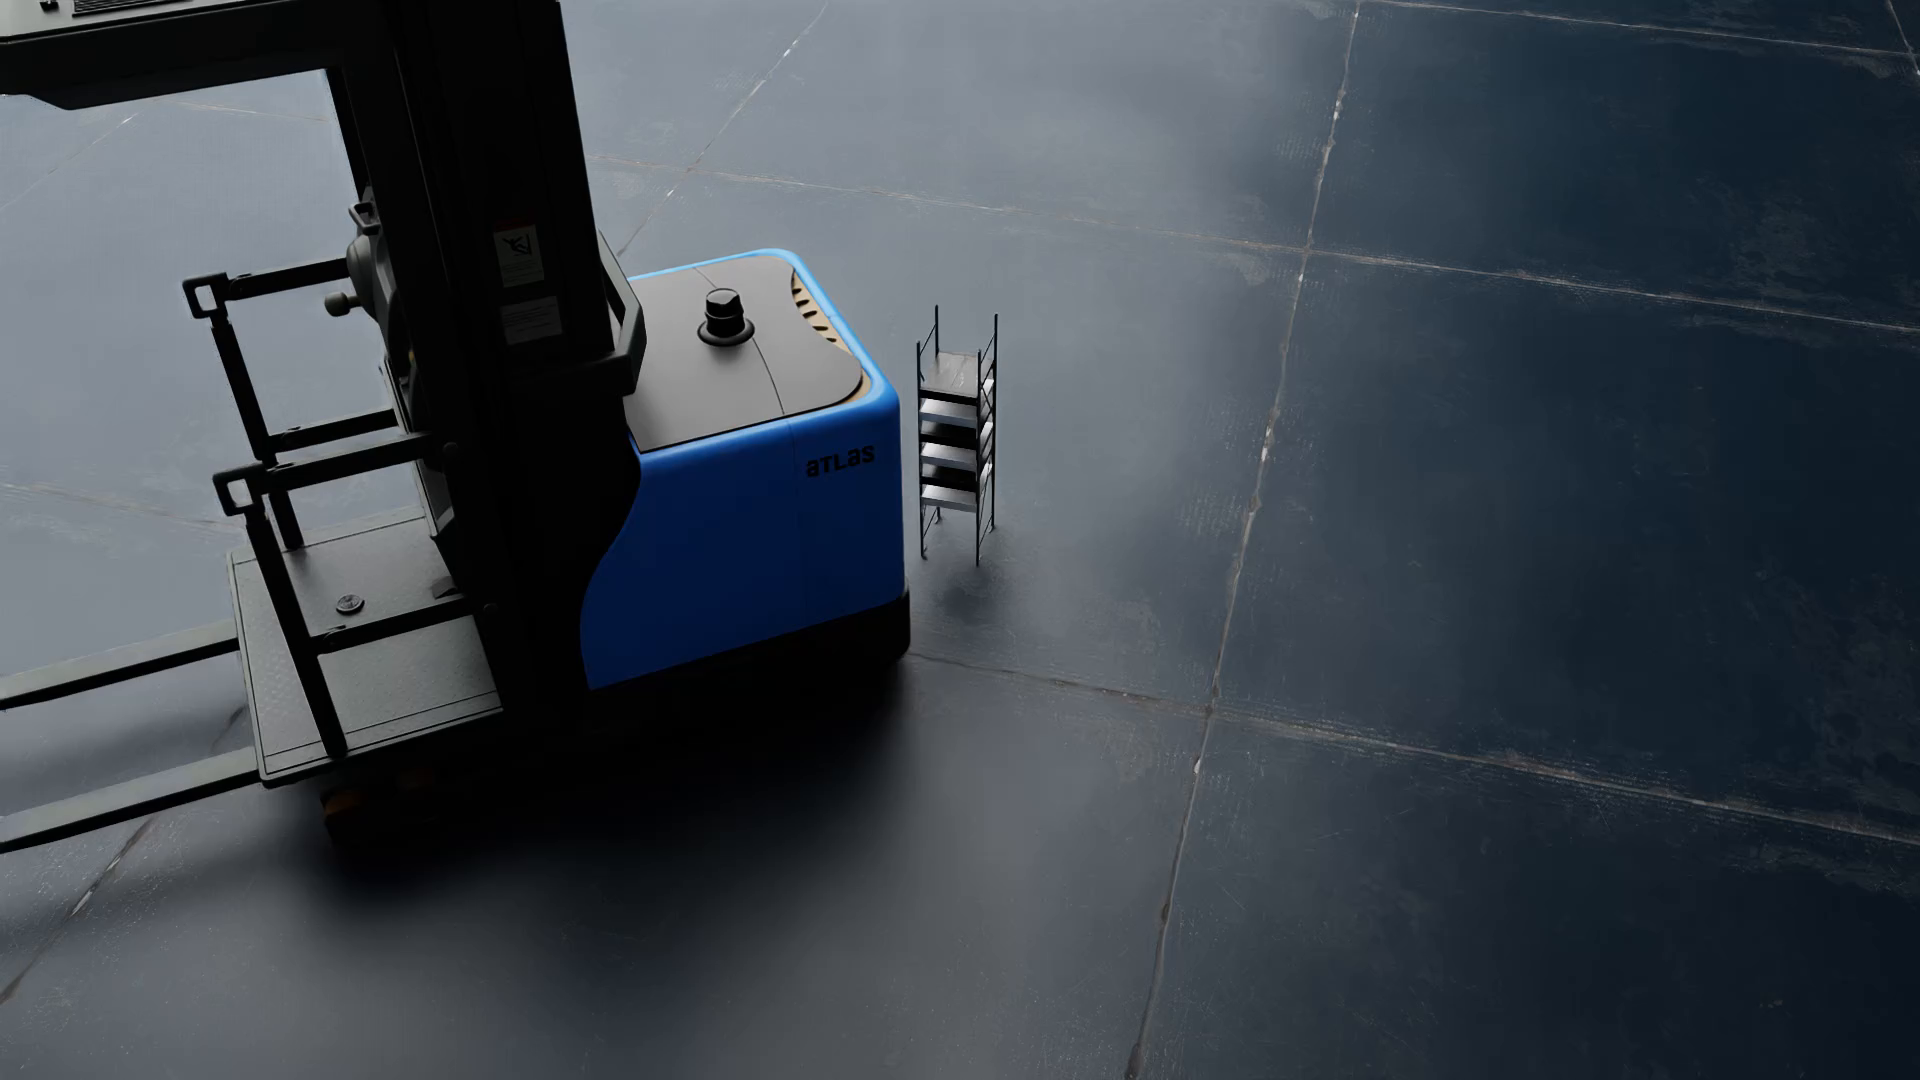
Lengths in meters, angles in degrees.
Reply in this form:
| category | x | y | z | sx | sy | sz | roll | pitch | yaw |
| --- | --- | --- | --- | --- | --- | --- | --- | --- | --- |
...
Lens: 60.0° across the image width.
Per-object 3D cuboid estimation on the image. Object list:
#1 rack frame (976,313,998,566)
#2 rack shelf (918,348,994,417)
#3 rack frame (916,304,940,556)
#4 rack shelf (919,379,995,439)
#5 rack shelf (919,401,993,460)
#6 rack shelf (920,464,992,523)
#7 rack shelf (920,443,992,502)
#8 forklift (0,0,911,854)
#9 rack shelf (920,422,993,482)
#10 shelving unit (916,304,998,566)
| category | x | y | z | sx | sy | sz | roll | pitch | yaw |
| --- | --- | --- | --- | --- | --- | --- | --- | --- | --- |
| rack frame | 0.090 | -0.329 | 5.675 | 0.006 | 0.900 | 0.240 | 10 | 41 | 11 |
| rack shelf | -0.008 | -0.527 | 5.543 | 0.200 | 0.077 | 0.258 | 10 | 41 | 11 |
| rack frame | -0.106 | -0.363 | 5.715 | 0.006 | 0.900 | 0.240 | 10 | 41 | 11 |
| rack shelf | -0.008 | -0.458 | 5.600 | 0.200 | 0.077 | 0.258 | 10 | 41 | 11 |
| rack shelf | -0.008 | -0.389 | 5.658 | 0.200 | 0.077 | 0.258 | 10 | 41 | 11 |
| rack shelf | -0.008 | -0.183 | 5.832 | 0.200 | 0.077 | 0.258 | 10 | 41 | 11 |
| rack shelf | -0.008 | -0.252 | 5.774 | 0.200 | 0.077 | 0.258 | 10 | 41 | 11 |
| forklift | -1.727 | -0.617 | 4.438 | 3.031 | 2.935 | 1.130 | -16 | 43 | -18 |
| rack shelf | -0.008 | -0.320 | 5.716 | 0.200 | 0.077 | 0.258 | 10 | 41 | 11 |
| shelving unit | -0.008 | -0.346 | 5.695 | 0.210 | 0.900 | 0.258 | 10 | 41 | 11 |
